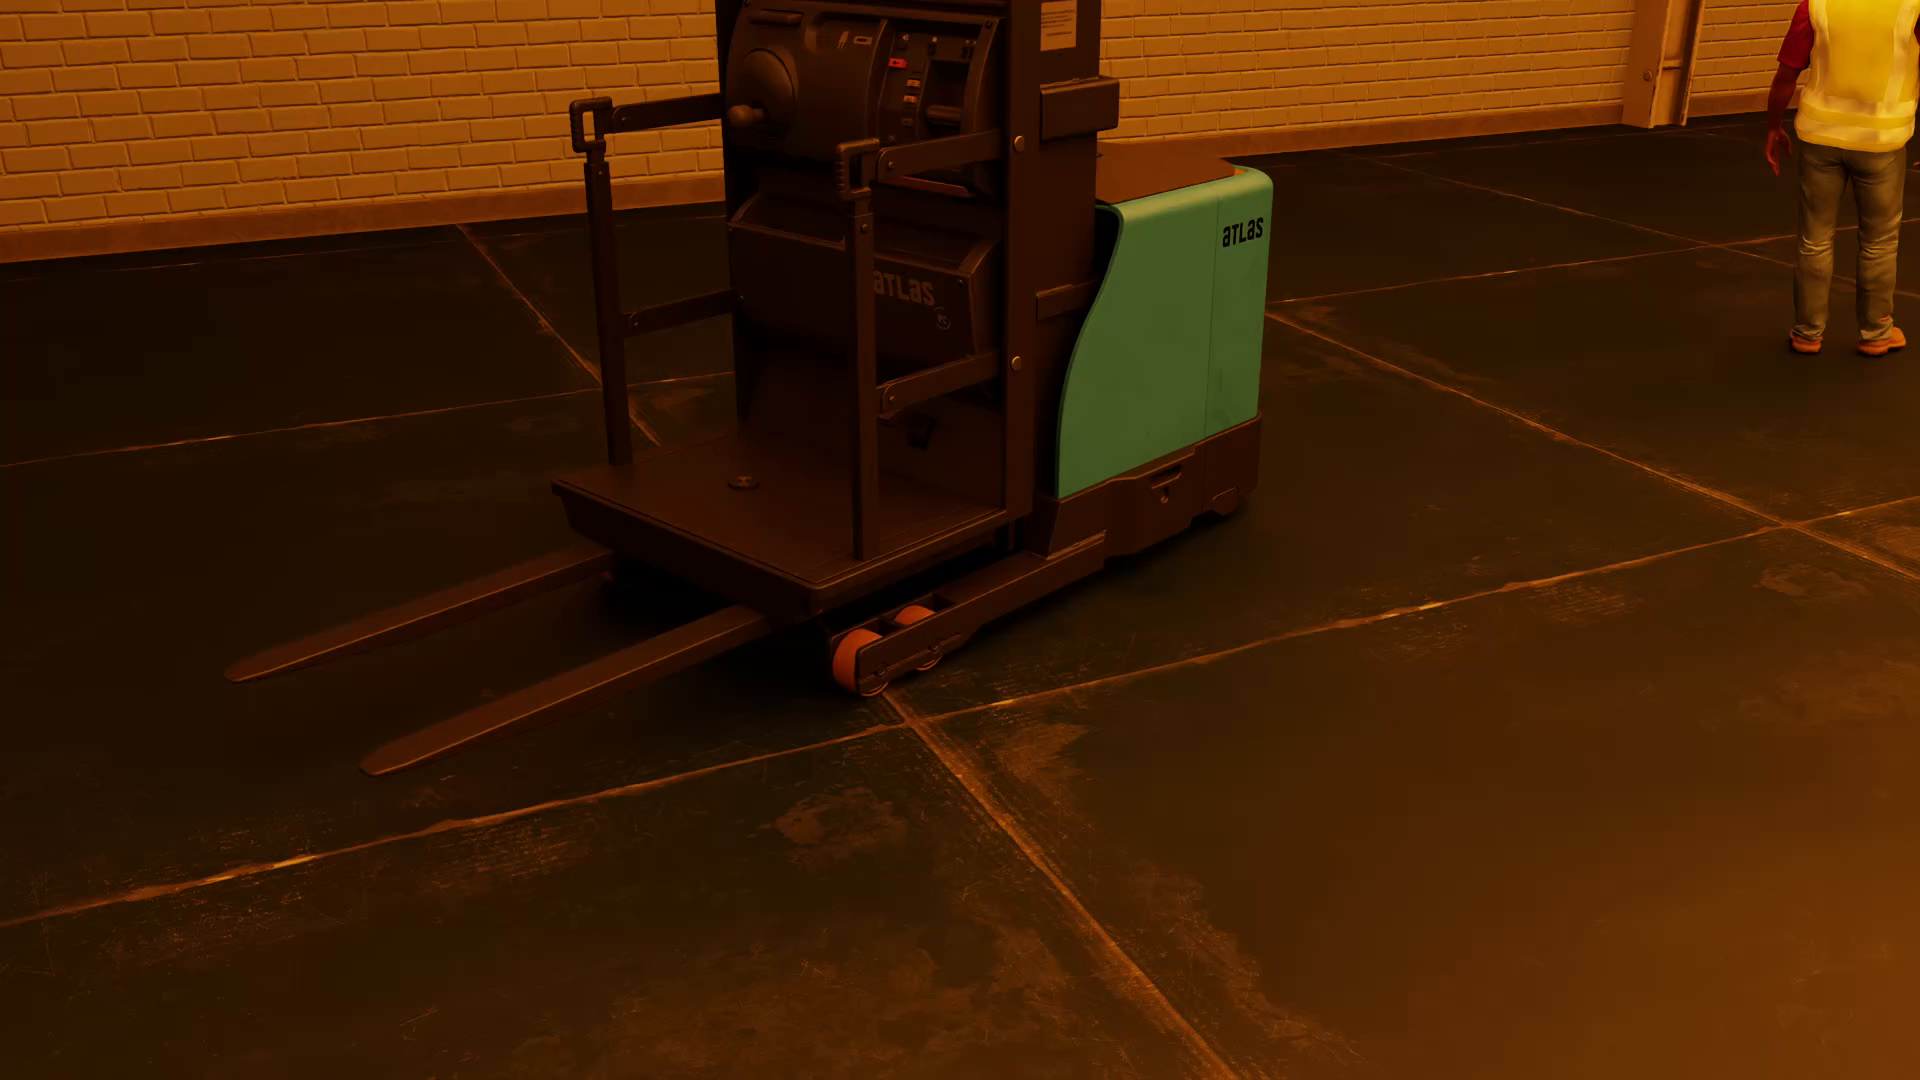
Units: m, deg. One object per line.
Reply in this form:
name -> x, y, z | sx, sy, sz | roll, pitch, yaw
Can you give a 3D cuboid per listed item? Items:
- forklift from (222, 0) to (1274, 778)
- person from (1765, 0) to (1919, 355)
forklift -> -0.413, -1.182, 4.131 | 1.130, 2.935, 3.031 | 19, 29, 39
person -> 3.628, -1.638, 6.729 | 0.665, 1.766, 0.577 | 15, 27, 32
